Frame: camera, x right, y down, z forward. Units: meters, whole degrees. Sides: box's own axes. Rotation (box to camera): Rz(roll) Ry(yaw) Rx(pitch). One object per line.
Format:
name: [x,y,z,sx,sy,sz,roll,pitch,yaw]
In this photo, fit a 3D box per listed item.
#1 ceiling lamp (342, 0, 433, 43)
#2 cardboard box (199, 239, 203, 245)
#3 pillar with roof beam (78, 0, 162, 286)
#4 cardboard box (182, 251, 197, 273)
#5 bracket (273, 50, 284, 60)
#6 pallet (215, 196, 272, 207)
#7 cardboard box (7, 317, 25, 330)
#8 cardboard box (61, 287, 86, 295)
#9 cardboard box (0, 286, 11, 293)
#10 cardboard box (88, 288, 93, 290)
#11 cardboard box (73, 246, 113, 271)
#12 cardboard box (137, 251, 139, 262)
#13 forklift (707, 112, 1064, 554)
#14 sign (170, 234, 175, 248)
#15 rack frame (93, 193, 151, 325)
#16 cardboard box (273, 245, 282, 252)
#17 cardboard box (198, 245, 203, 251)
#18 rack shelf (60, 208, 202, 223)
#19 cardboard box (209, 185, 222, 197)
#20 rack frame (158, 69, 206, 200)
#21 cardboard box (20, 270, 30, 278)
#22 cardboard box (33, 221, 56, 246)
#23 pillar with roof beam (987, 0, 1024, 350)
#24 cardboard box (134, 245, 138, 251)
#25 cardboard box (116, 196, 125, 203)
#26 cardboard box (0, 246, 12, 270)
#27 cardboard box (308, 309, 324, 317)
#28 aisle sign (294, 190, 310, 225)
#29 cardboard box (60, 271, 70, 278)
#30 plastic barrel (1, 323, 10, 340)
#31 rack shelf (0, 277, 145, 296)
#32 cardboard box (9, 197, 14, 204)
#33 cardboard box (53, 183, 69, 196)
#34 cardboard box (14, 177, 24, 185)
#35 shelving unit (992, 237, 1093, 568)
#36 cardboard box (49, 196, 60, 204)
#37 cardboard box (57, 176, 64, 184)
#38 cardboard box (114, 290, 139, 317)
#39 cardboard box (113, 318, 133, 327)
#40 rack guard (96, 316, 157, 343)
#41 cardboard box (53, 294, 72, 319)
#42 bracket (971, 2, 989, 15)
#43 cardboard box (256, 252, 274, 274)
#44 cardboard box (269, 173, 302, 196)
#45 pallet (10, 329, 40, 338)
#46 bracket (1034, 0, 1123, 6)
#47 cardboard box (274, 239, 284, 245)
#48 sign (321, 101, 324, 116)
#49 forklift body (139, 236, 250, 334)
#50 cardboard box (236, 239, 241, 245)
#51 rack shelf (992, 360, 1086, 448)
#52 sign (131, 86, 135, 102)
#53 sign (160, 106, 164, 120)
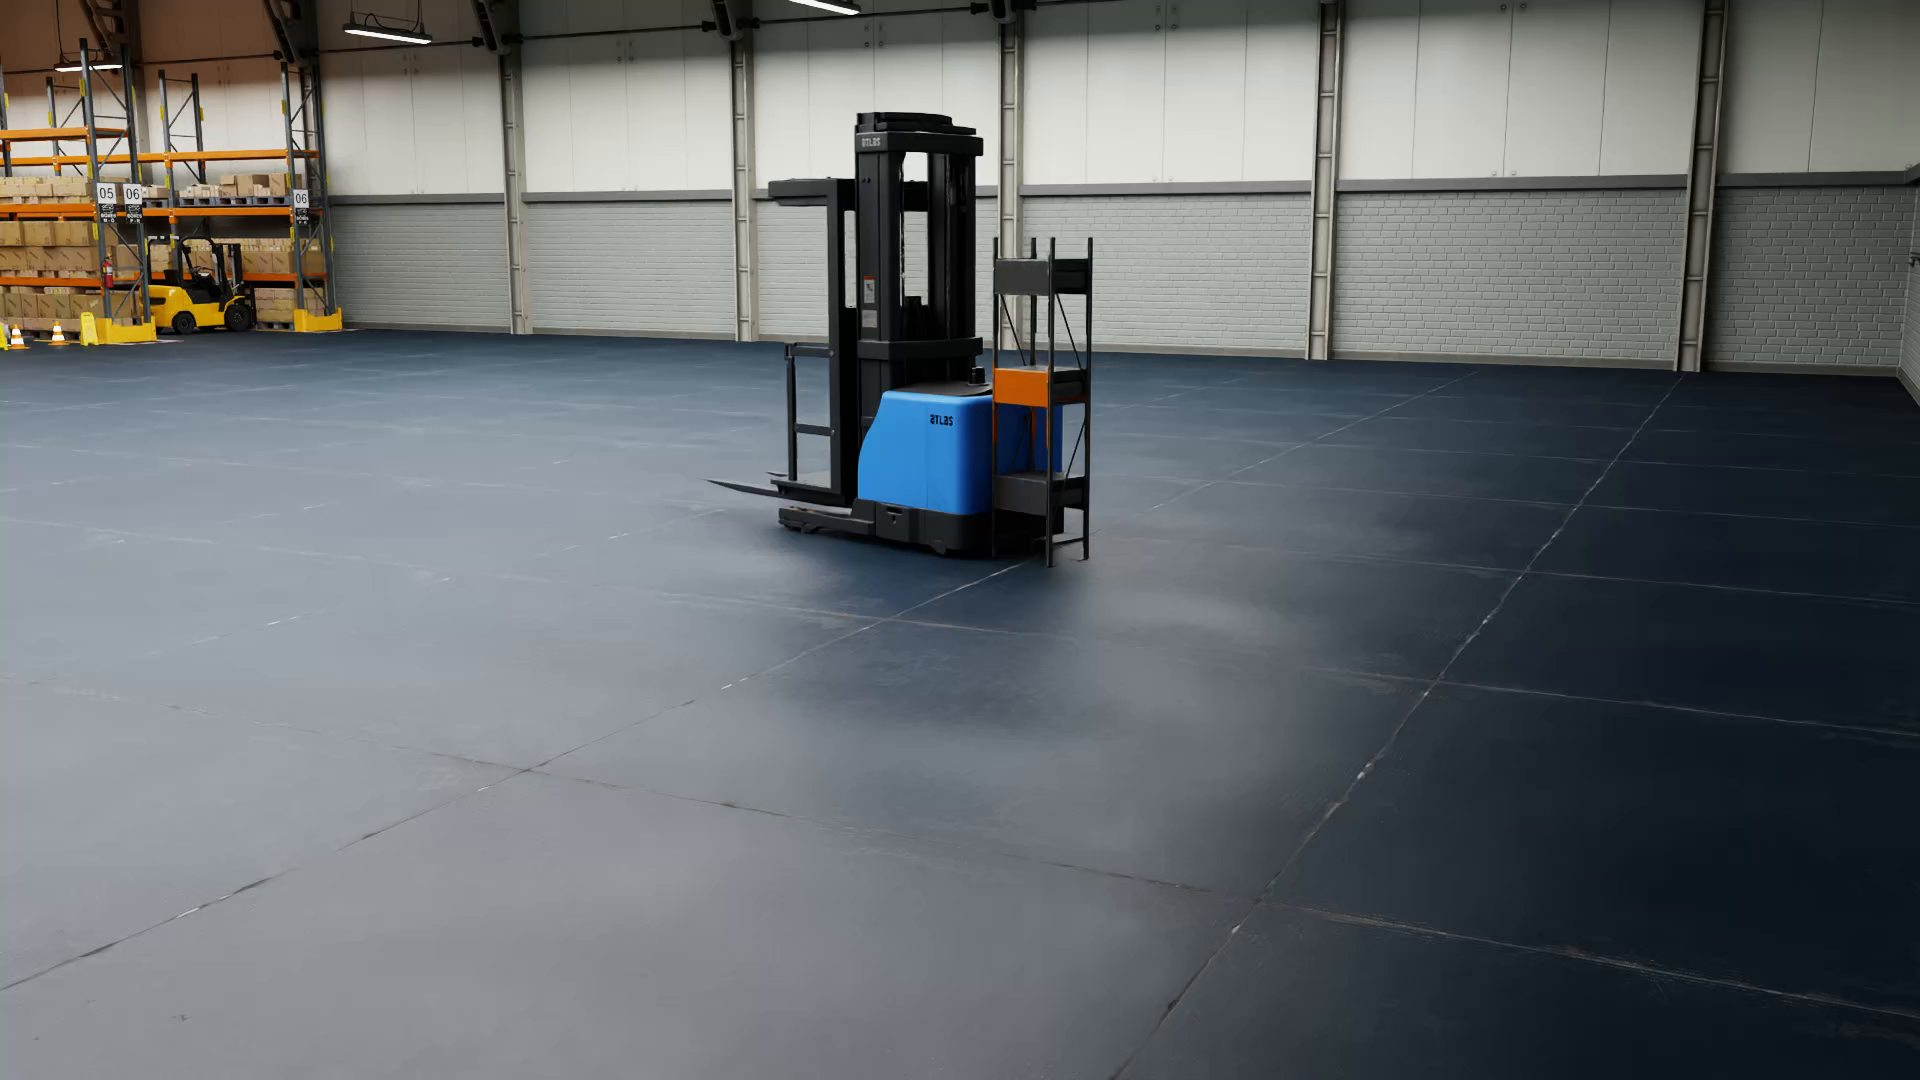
ceiling lamp: [-10.584,-11.043,31.090,0.800,3.185,2.000,5,11,26]
cardboard box: [-17.886,-7.100,39.602,0.250,0.149,0.380,5,11,25]
pillar with roof beam: [-22.472,-9.304,37.869,0.548,9.000,9.100,5,11,26]
cardboard box: [-18.266,-6.656,39.801,0.500,0.500,0.500,5,11,24]
bracket: [-15.716,-11.266,38.603,0.430,0.232,0.235,5,11,26]
pallet: [-16.682,-7.956,39.093,1.213,0.211,1.003,5,11,26]
cardboard box: [-19.848,-4.614,35.341,0.500,0.250,0.500,6,12,29]
cardboard box: [-18.347,-5.156,34.412,0.250,0.149,0.380,5,12,27]
cardboard box: [-20.246,-5.323,35.332,0.250,0.149,0.380,5,11,27]
cardboard box: [-22.465,-6.385,42.604,0.250,0.149,0.380,6,12,29]
cardboard box: [-17.763,-5.769,34.068,0.500,0.500,0.500,5,11,25]
cardboard box: [-20.022,-6.934,40.636,0.500,0.250,0.500,5,12,27]
forklift: [-0.679,-1.549,12.060,3.031,2.935,1.130,10,14,44]
sign: [-18.779,-7.126,39.654,0.005,0.325,0.100,5,11,26]
rack frame: [-17.154,-5.575,34.110,0.127,3.000,1.000,5,11,26]
cardboard box: [-15.638,-6.734,38.414,0.250,0.149,0.380,5,12,27]
cardboard box: [-17.900,-6.948,39.595,0.250,0.149,0.380,5,11,26]
rack shelf: [-20.342,-7.963,40.901,4.000,0.370,1.077,5,11,26]
cardboard box: [-17.351,-8.183,39.018,0.258,0.266,0.396,5,11,24]
rack frame: [-18.548,-9.635,39.699,0.127,3.000,1.000,5,11,26]
cardboard box: [-19.457,-5.588,34.888,0.250,0.149,0.380,5,11,26]
cardboard box: [-18.662,-6.333,34.373,0.500,0.500,0.700,5,11,25]
pillar with roof beam: [-0.949,-7.413,27.420,0.548,9.000,9.100,5,11,26]
cardboard box: [-19.890,-7.118,40.536,0.250,0.149,0.380,5,11,24]
cardboard box: [-17.308,-7.005,34.296,0.250,0.149,0.380,5,11,26]
cardboard box: [-20.009,-5.970,35.180,0.500,0.500,0.500,5,11,26]
cardboard box: [-15.315,-5.291,39.086,0.500,0.250,0.500,5,11,26]
aisle sign: [-15.032,-7.595,37.972,0.004,0.787,0.394,5,11,26]
cardboard box: [-18.325,-5.488,34.335,0.250,0.149,0.380,5,12,27]
plastic barrel: [-19.676,-4.228,33.903,0.512,0.421,0.421,-4,11,-23]
rack shelf: [-18.947,-5.378,35.045,4.000,0.370,1.077,5,11,26]
cardboard box: [-19.647,-7.098,34.811,0.250,0.149,0.380,5,11,24]
cardboard box: [-18.177,-7.163,34.047,0.500,0.250,0.500,5,11,25]
cardboard box: [-19.411,-7.464,34.592,0.250,0.149,0.380,5,11,25]
shelving unit: [0.531,-0.907,10.847,0.503,2.100,0.431,10,14,44]
cardboard box: [-18.501,-6.994,34.234,0.250,0.149,0.380,5,11,25]
cardboard box: [-18.244,-7.371,34.078,0.250,0.149,0.380,5,11,26]
cardboard box: [-20.389,-5.882,41.295,0.625,0.625,0.875,5,11,23]
cardboard box: [-17.755,-4.536,34.913,0.500,0.250,0.500,5,11,25]
rack guard: [-17.222,-4.351,34.366,0.348,0.500,1.175,5,11,26]
cardboard box: [-18.457,-4.859,34.593,0.500,0.500,0.500,6,12,28]
bracket: [0.426,-9.847,30.766,0.430,0.232,0.235,5,11,26]
cardboard box: [-15.980,-6.456,38.699,0.500,0.500,0.500,5,12,28]
cardboard box: [-15.466,-8.145,38.147,0.500,0.500,0.500,5,12,28]
pallet: [-20.123,-4.471,35.839,1.213,0.211,1.003,5,11,26]
bracket: [3.496,-9.578,29.275,4.783,0.066,0.076,5,11,26]
cardboard box: [-15.610,-6.892,38.448,0.250,0.149,0.380,5,11,26]
sign: [-14.710,-9.946,38.347,0.005,0.325,0.100,5,11,26]
forklift body: [-17.469,-5.808,37.783,1.214,2.155,2.313,5,11,26]
cardboard box: [-16.754,-6.997,39.031,0.250,0.149,0.380,5,11,27]
rack shelf: [0.531,-0.894,10.849,0.480,0.518,0.431,10,14,44]
sign: [-16.914,-9.112,33.964,0.005,0.325,0.100,5,11,26]
sign: [-18.777,-10.046,39.125,0.005,0.325,0.100,5,11,26]
